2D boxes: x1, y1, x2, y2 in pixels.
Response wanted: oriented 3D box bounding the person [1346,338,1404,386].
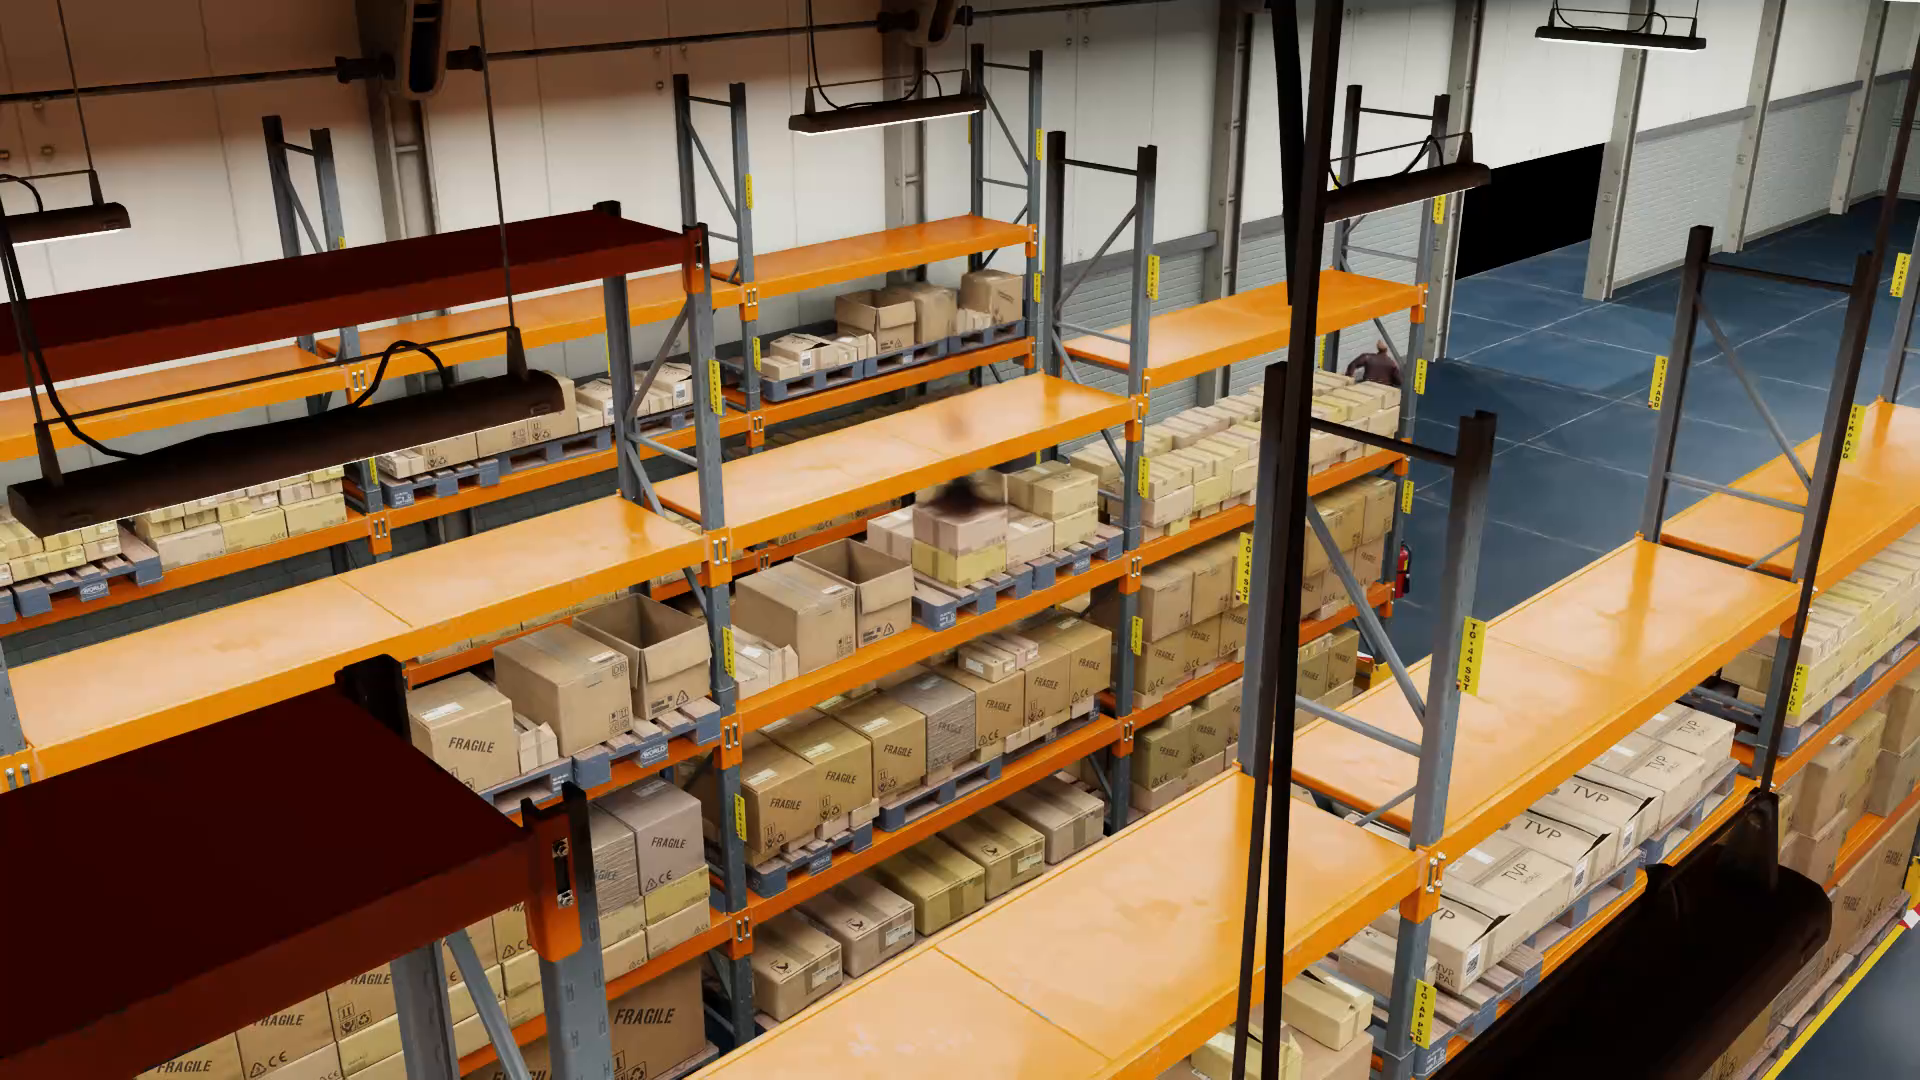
[{"bbox_3d":[5.788,-1.960,23.283,0.752,1.772,0.886,13,26,28],"label":"person"}]
